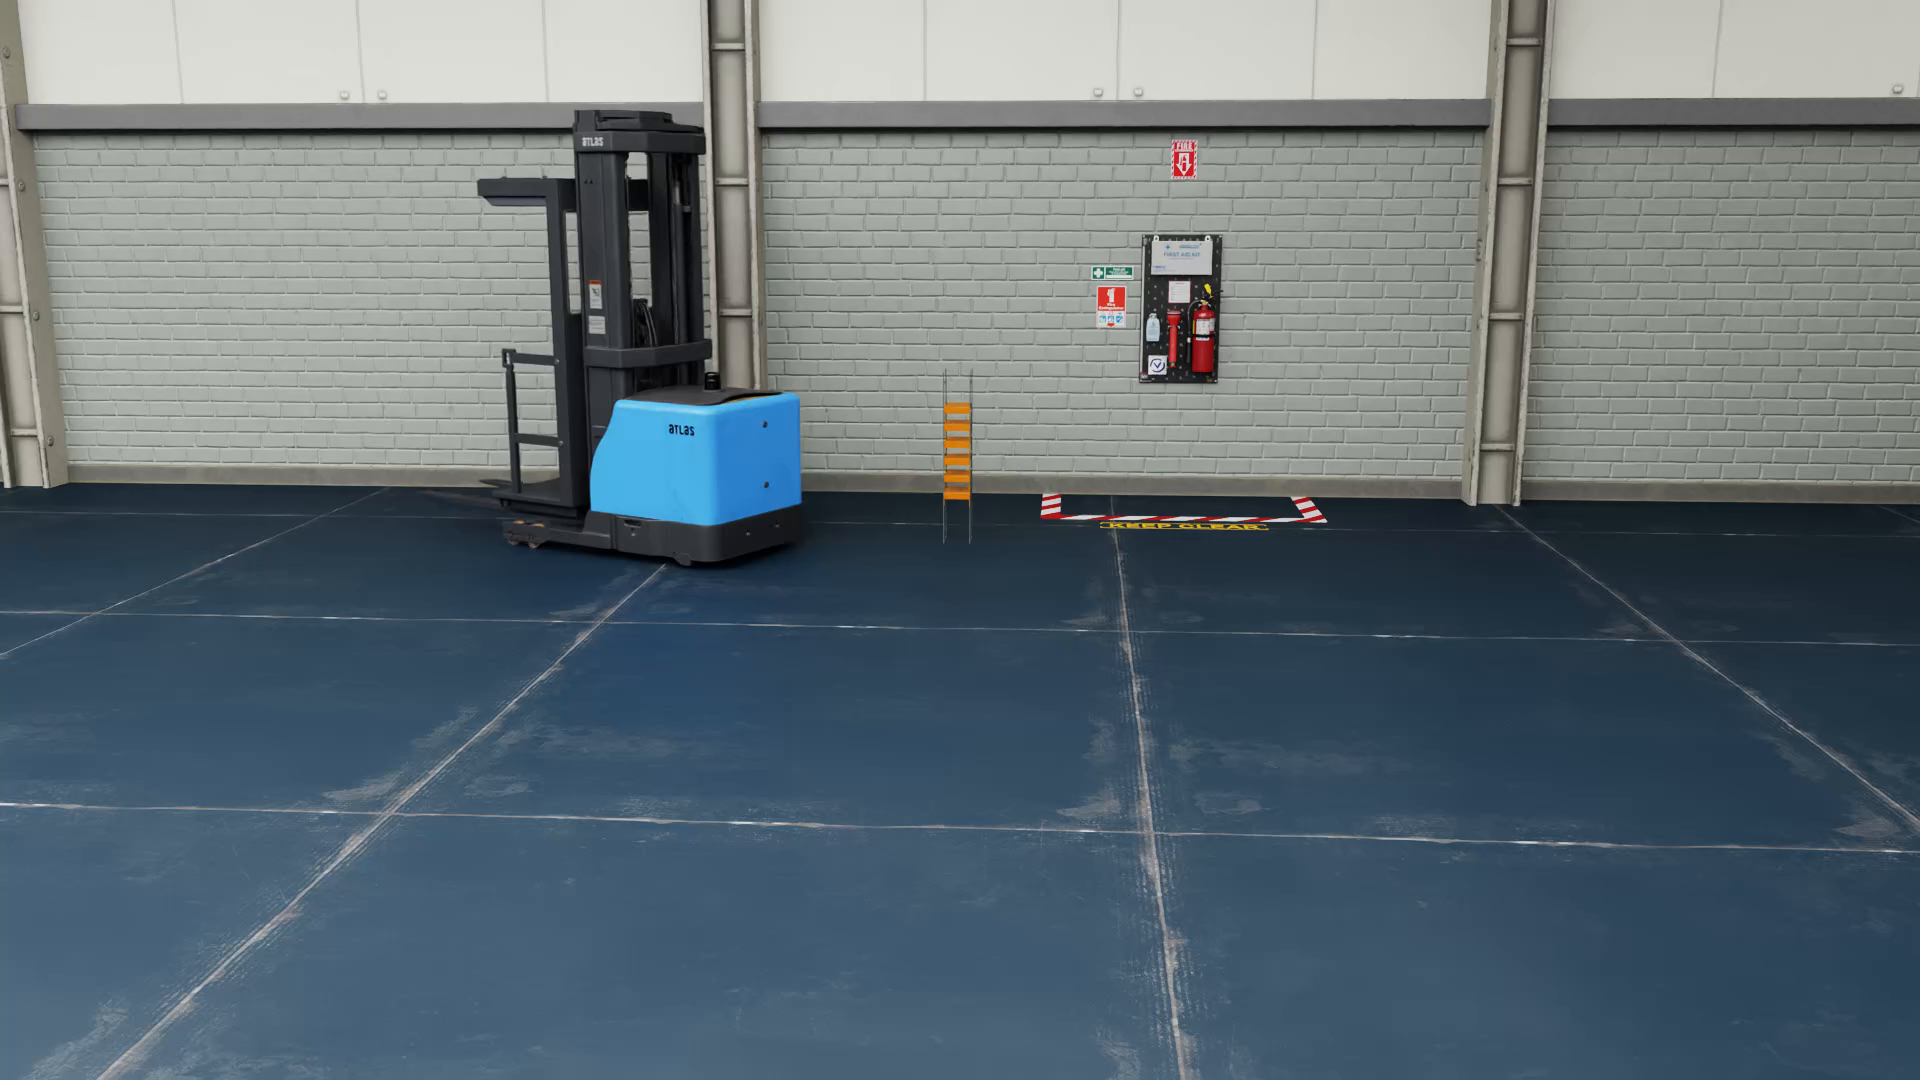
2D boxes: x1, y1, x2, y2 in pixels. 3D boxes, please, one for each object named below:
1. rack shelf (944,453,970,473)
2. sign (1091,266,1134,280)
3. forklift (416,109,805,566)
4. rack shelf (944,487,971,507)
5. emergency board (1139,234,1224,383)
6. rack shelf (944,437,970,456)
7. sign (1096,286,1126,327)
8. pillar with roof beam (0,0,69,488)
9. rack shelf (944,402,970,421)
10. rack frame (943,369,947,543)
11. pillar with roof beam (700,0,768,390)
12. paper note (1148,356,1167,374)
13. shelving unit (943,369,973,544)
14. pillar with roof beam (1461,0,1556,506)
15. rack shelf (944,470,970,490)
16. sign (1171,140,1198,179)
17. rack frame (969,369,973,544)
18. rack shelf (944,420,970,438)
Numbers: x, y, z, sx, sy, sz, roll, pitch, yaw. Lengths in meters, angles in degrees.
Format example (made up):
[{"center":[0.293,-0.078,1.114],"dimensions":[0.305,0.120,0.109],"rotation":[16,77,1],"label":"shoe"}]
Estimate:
[{"center":[-0.014,-0.544,11.655],"dimensions":[0.180,0.103,0.258],"rotation":[1,12,4],"label":"rack shelf"},{"center":[1.208,-2.115,13.172],"dimensions":[0.331,0.109,0.001],"rotation":[1,12,4],"label":"sign"},{"center":[-2.597,-1.467,11.623],"dimensions":[3.031,2.935,1.130],"rotation":[7,14,31],"label":"forklift"},{"center":[-0.014,-0.309,11.704],"dimensions":[0.180,0.103,0.258],"rotation":[1,12,4],"label":"rack shelf"},{"center":[1.748,-1.811,13.102],"dimensions":[0.643,1.169,0.194],"rotation":[1,12,4],"label":"emergency board"},{"center":[-0.014,-0.661,11.631],"dimensions":[0.180,0.103,0.258],"rotation":[1,12,4],"label":"rack shelf"},{"center":[1.204,-1.858,13.235],"dimensions":[0.234,0.329,0.001],"rotation":[1,12,4],"label":"sign"},{"center":[-8.049,-3.991,8.869],"dimensions":[0.400,9.000,9.100],"rotation":[1,12,4],"label":"pillar with roof beam"},{"center":[-0.014,-0.896,11.582],"dimensions":[0.180,0.103,0.258],"rotation":[1,12,4],"label":"rack shelf"},{"center":[-0.106,-0.589,11.652],"dimensions":[0.006,1.200,0.240],"rotation":[1,12,4],"label":"rack frame"},{"center":[-2.063,-3.909,8.477],"dimensions":[0.400,9.000,9.100],"rotation":[1,12,4],"label":"pillar with roof beam"},{"center":[1.576,-1.397,13.271],"dimensions":[0.142,0.148,0.016],"rotation":[1,12,4],"label":"paper note"},{"center":[-0.014,-0.587,11.646],"dimensions":[0.189,1.200,0.258],"rotation":[1,12,4],"label":"shelving unit"},{"center":[3.924,-3.827,8.084],"dimensions":[0.400,9.000,9.100],"rotation":[1,12,4],"label":"pillar with roof beam"},{"center":[-0.014,-0.427,11.680],"dimensions":[0.180,0.103,0.258],"rotation":[1,12,4],"label":"rack shelf"},{"center":[1.747,-2.967,12.962],"dimensions":[0.199,0.298,0.001],"rotation":[1,12,4],"label":"sign"},{"center":[0.077,-0.586,11.640],"dimensions":[0.006,1.200,0.240],"rotation":[1,12,4],"label":"rack frame"},{"center":[-0.014,-0.779,11.606],"dimensions":[0.180,0.103,0.258],"rotation":[1,12,4],"label":"rack shelf"}]
